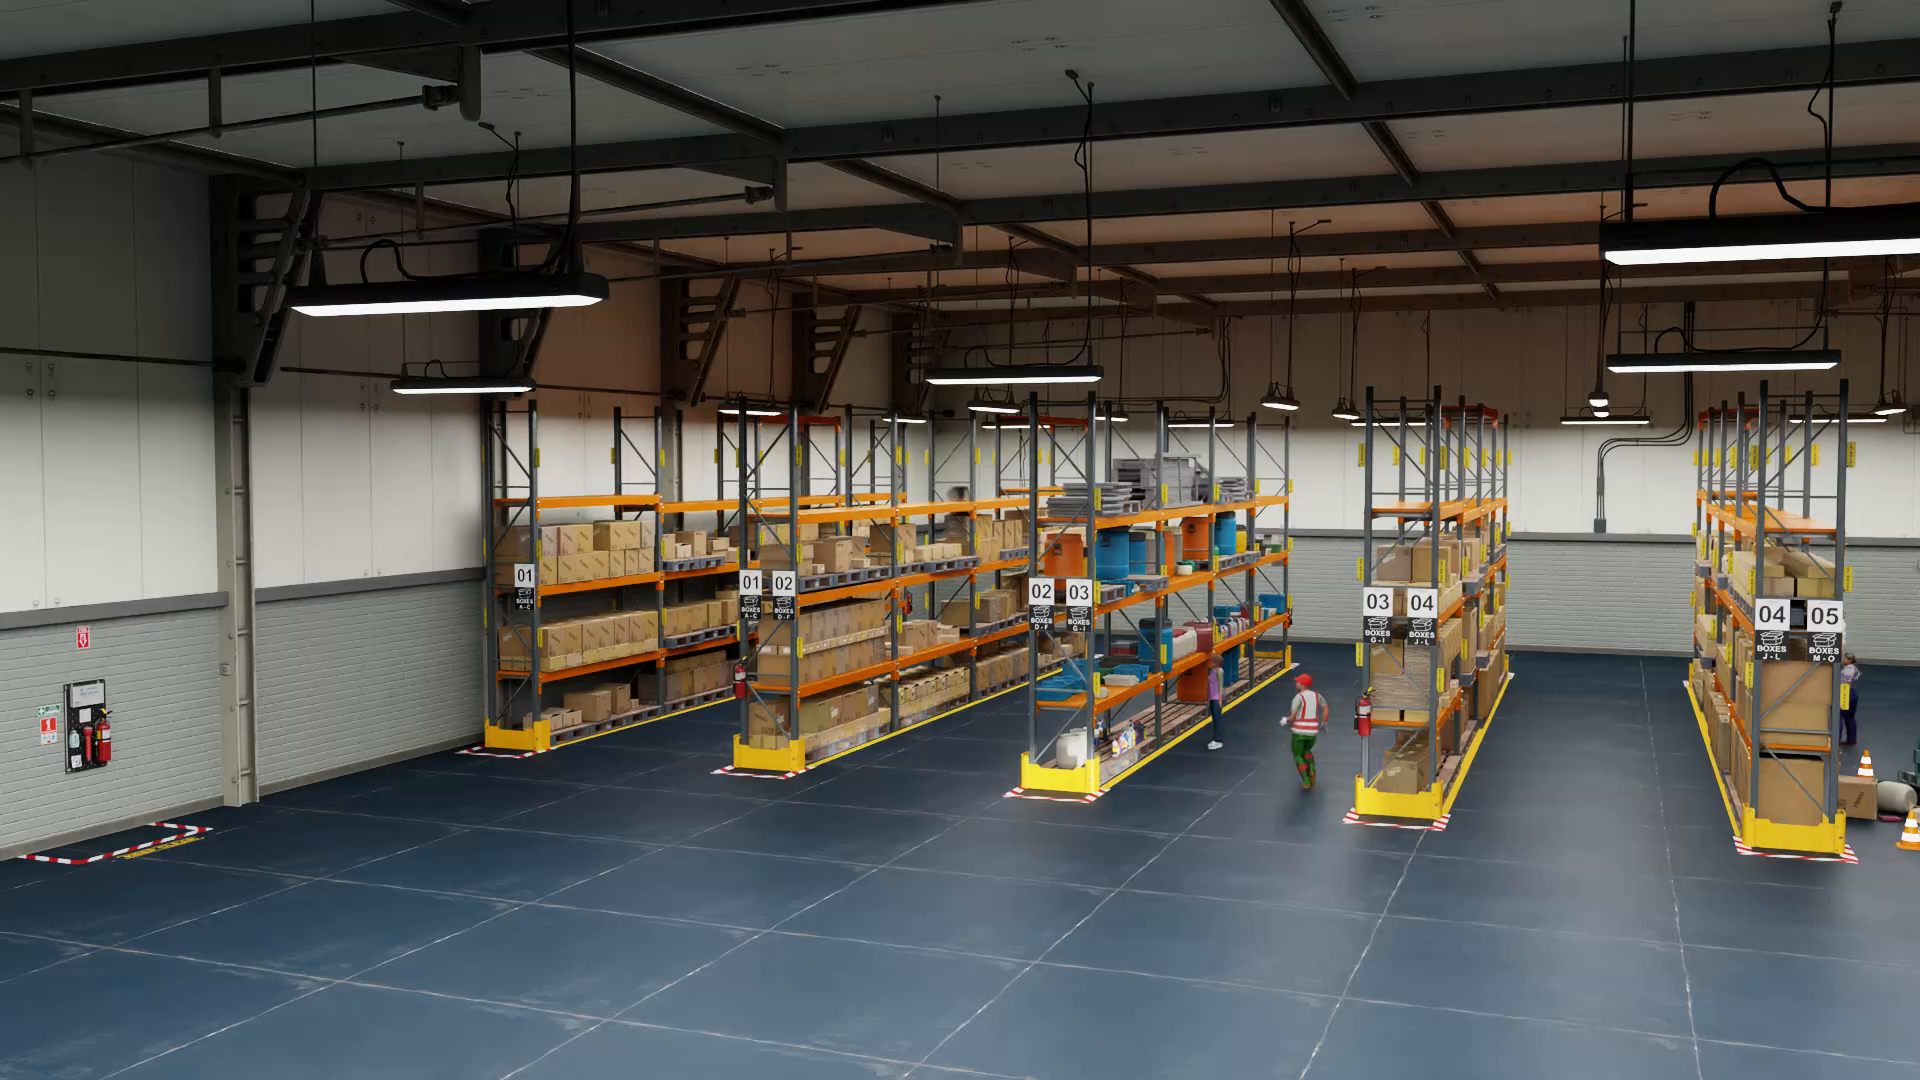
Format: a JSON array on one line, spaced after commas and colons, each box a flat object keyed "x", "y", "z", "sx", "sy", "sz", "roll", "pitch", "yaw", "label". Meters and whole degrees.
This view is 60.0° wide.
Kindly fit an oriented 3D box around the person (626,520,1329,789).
[{"x": -0.460, "y": 1.687, "z": 28.565, "sx": 10.456, "sy": 3.796, "sz": 9.432, "roll": -1, "pitch": 3, "yaw": -12, "label": "person"}]

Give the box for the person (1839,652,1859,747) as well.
[{"x": 15.341, "y": 2.771, "z": 28.889, "sx": 0.575, "sy": 1.653, "sz": 0.415, "roll": -2, "pitch": 3, "yaw": -35, "label": "person"}]

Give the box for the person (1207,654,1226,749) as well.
[{"x": 4.417, "y": 2.785, "z": 28.792, "sx": 0.370, "sy": 1.609, "sz": 0.511, "roll": 0, "pitch": 3, "yaw": -9, "label": "person"}]

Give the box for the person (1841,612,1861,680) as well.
[{"x": 19.572, "y": 2.343, "z": 37.030, "sx": 0.878, "sy": 1.632, "sz": 0.484, "roll": 0, "pitch": 3, "yaw": 5, "label": "person"}]
